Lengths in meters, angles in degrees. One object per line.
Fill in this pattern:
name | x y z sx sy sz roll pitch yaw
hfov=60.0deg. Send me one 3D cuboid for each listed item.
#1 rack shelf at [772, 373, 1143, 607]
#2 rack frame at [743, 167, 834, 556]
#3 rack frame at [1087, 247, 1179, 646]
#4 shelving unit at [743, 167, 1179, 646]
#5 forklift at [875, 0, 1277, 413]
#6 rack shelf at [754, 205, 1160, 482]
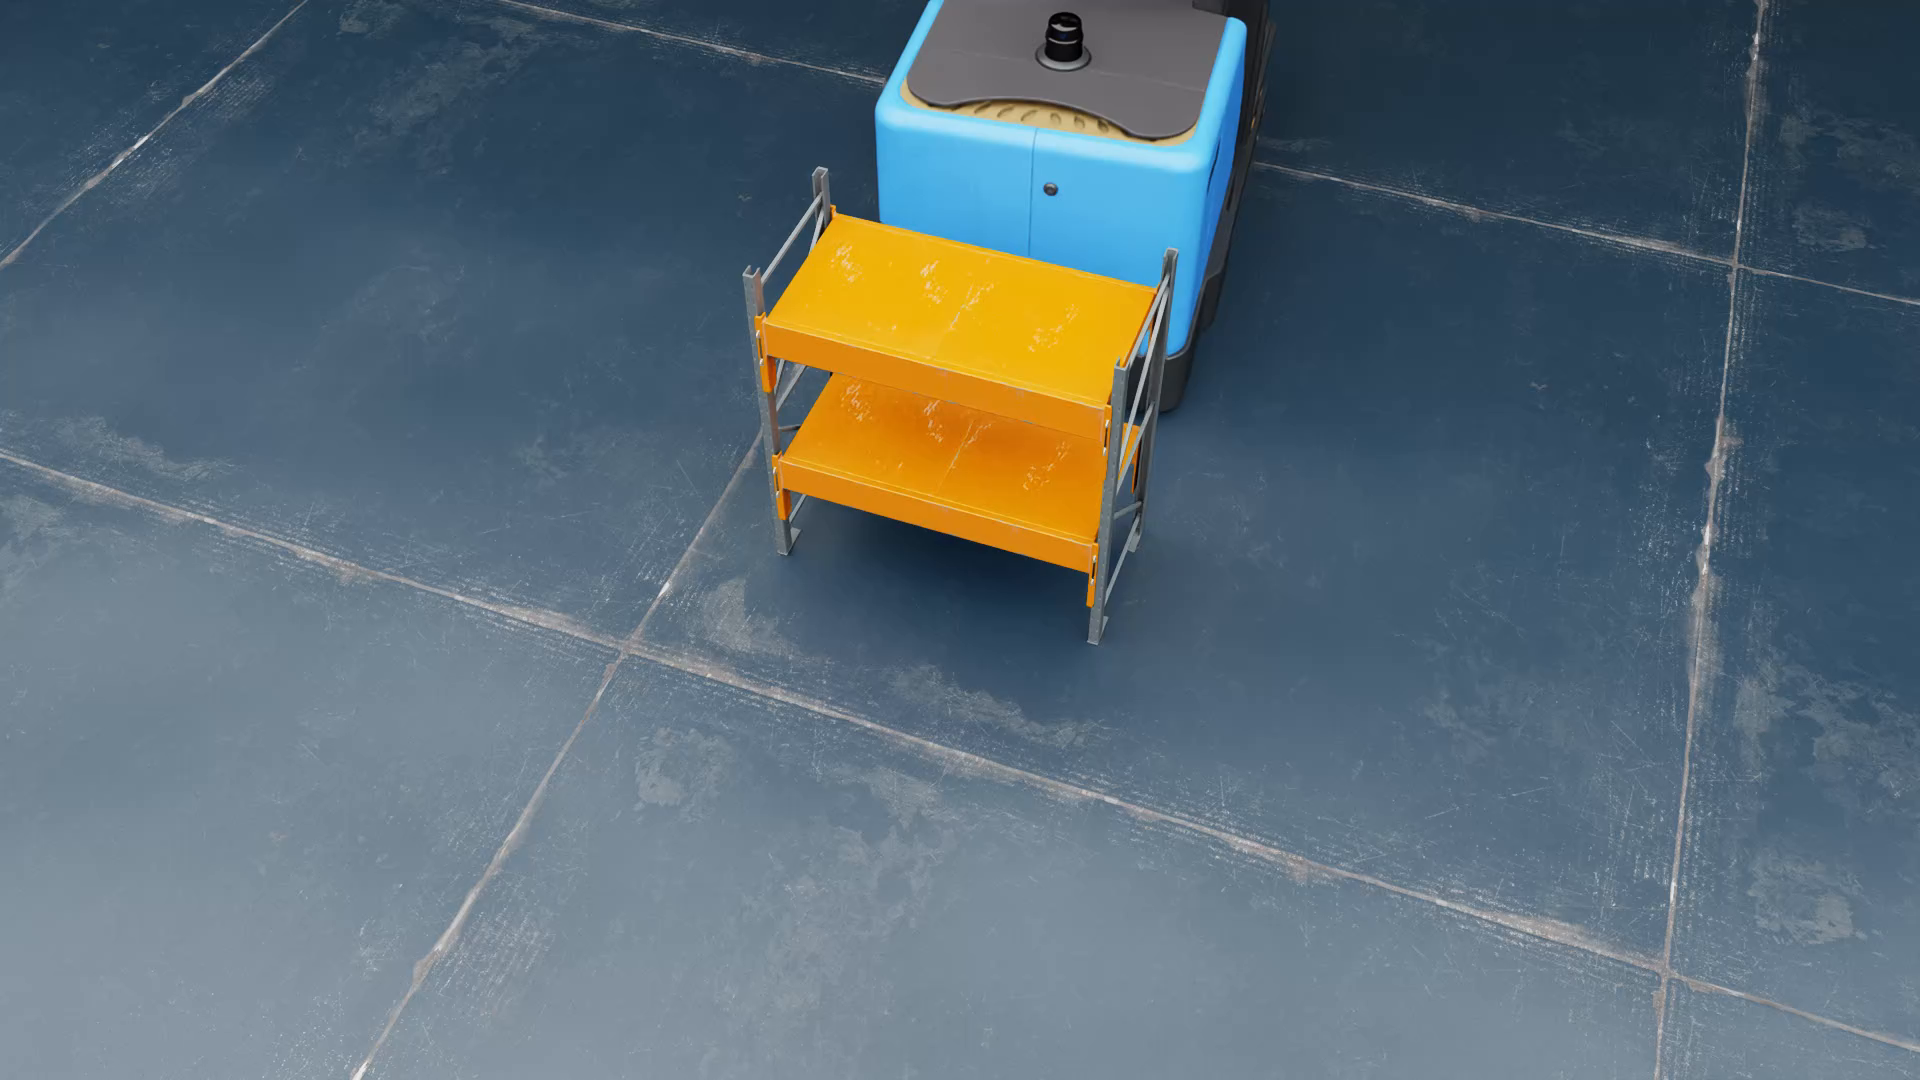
rack shelf | 0.006 -0.206 5.008 1.000 0.278 0.538 16 51 13
rack frame | -0.471 -0.500 4.939 0.032 1.125 0.500 16 51 13
rack frame | 0.483 -0.234 4.708 0.032 1.125 0.500 16 51 13
shelving unit | 0.006 -0.367 4.823 1.048 1.125 0.538 16 51 13
forklift | 0.603 -2.524 5.498 1.130 2.935 3.031 11 50 10
rack shelf | 0.006 -0.558 4.602 1.000 0.278 0.538 16 51 13
